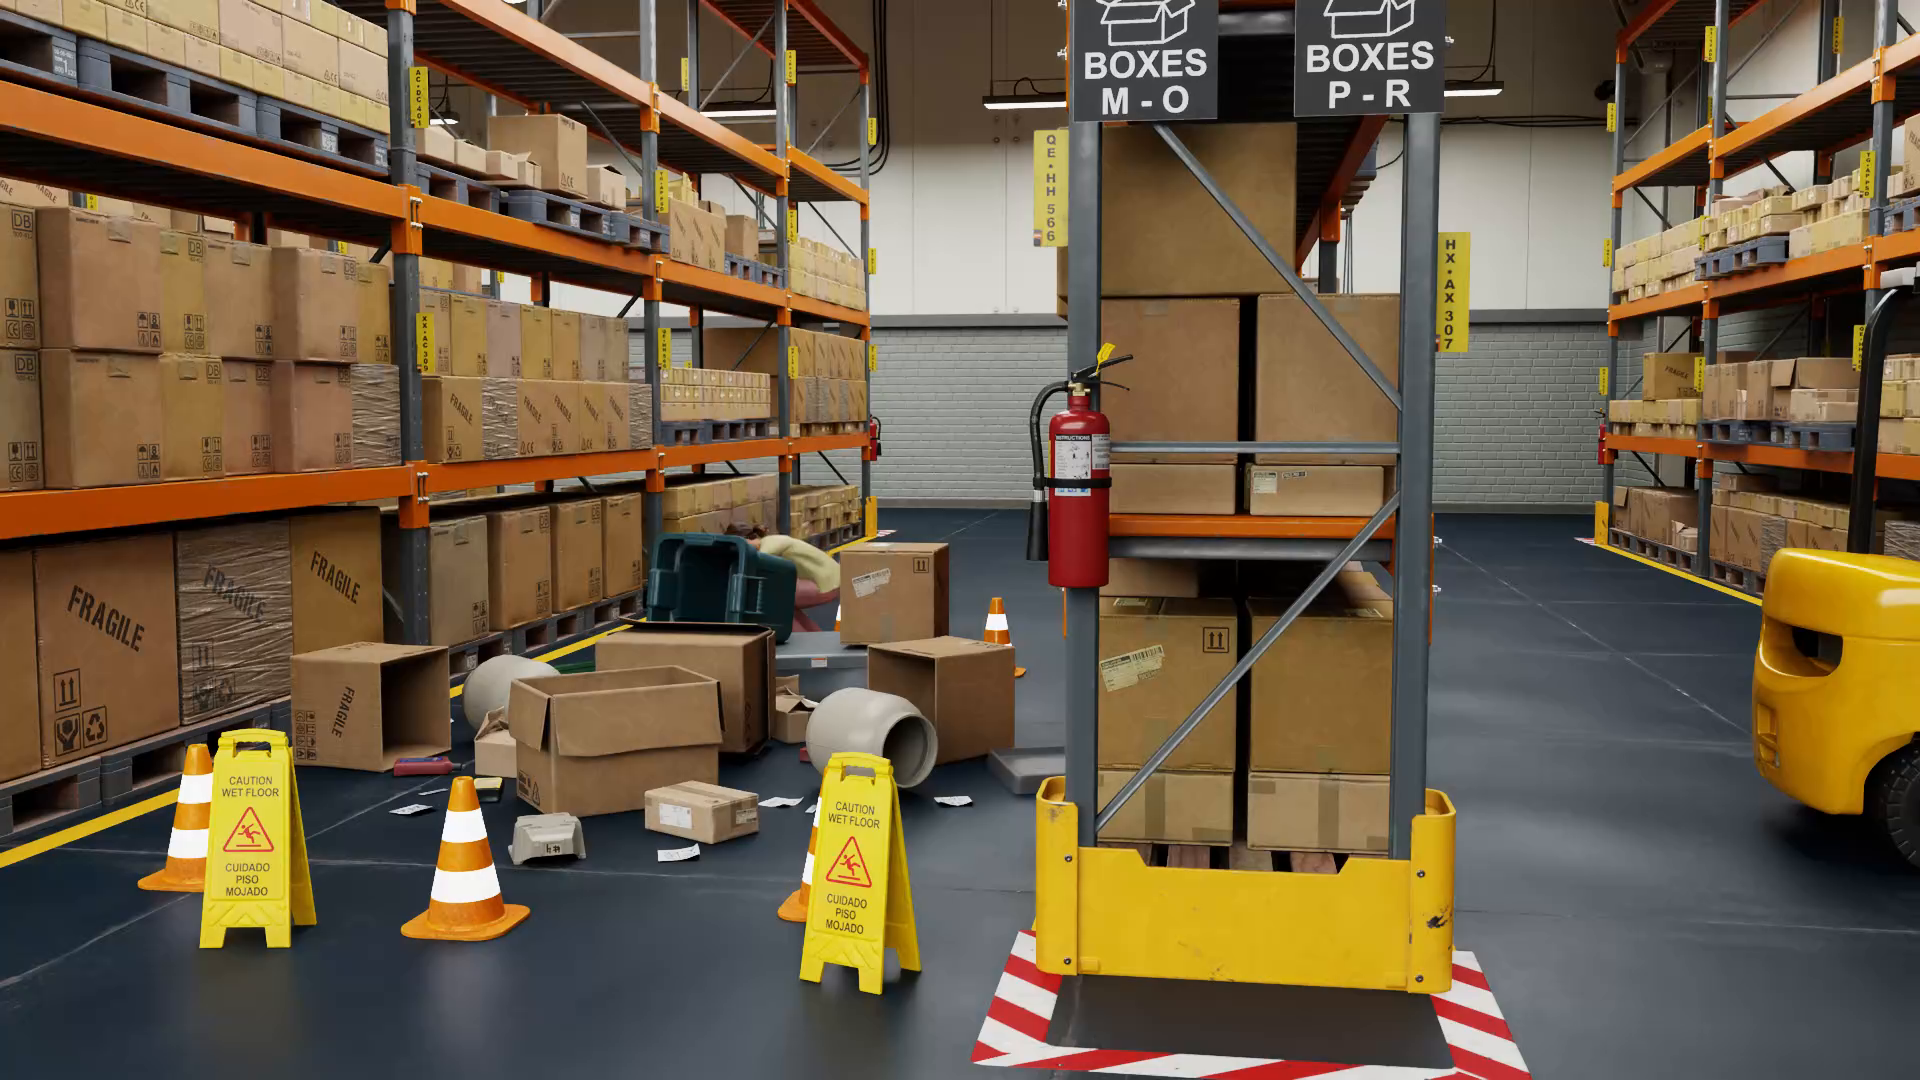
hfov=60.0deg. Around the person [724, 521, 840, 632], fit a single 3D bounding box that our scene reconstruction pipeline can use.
[{"bbox_3d":[-1.135,0.322,10.777,0.798,0.891,0.489,1,5,8],"label":"person"}]
